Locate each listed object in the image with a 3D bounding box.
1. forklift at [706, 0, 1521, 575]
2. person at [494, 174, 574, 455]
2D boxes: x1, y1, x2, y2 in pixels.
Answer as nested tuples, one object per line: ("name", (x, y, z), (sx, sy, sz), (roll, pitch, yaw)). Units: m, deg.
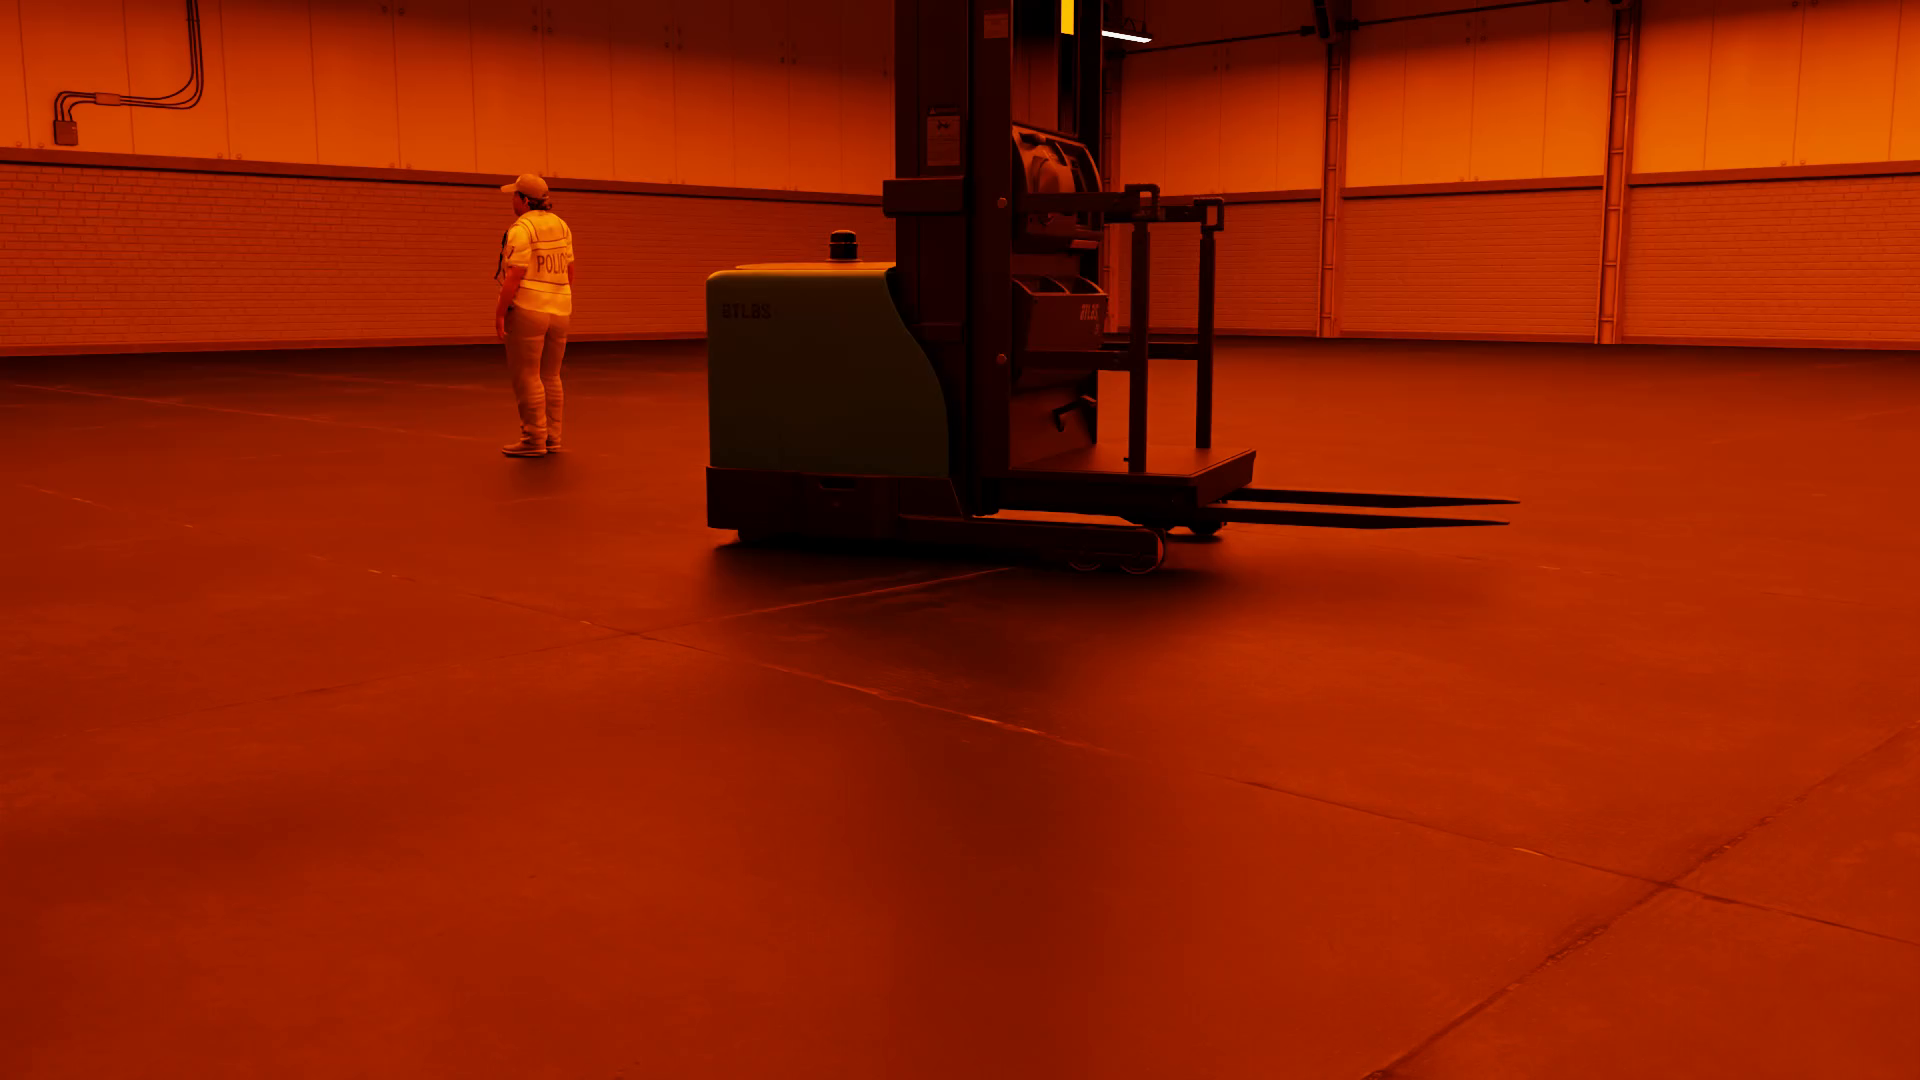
("forklift", (0.565, -1.416, 6.275), (3.031, 2.935, 1.130), (3, 9, 22))
("person", (-2.610, -1.348, 10.026), (0.529, 1.670, 0.598), (4, 10, 28))
